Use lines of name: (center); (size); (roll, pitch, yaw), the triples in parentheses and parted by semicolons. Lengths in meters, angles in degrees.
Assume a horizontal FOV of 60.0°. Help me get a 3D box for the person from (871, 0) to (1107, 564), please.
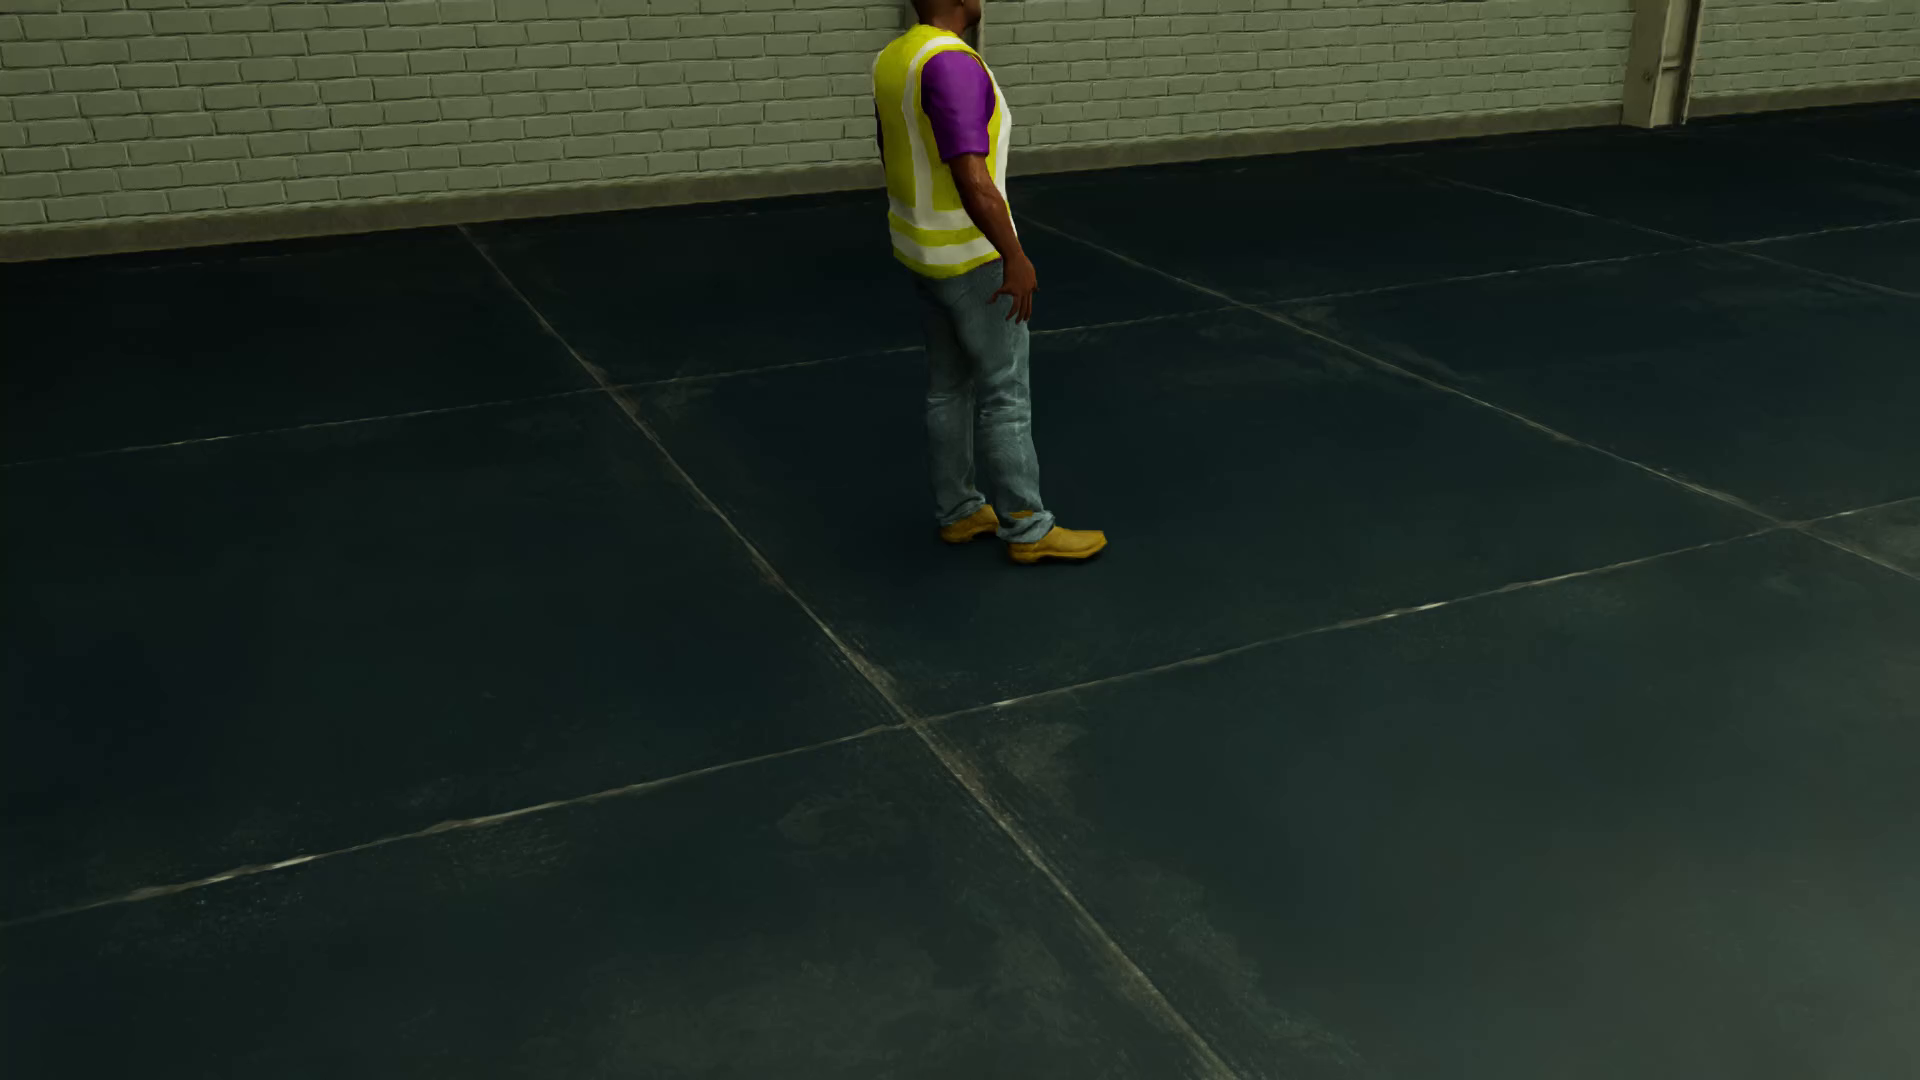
person: (0.065, -0.831, 4.788); (0.576, 1.766, 0.665); (-10, 25, -23)
